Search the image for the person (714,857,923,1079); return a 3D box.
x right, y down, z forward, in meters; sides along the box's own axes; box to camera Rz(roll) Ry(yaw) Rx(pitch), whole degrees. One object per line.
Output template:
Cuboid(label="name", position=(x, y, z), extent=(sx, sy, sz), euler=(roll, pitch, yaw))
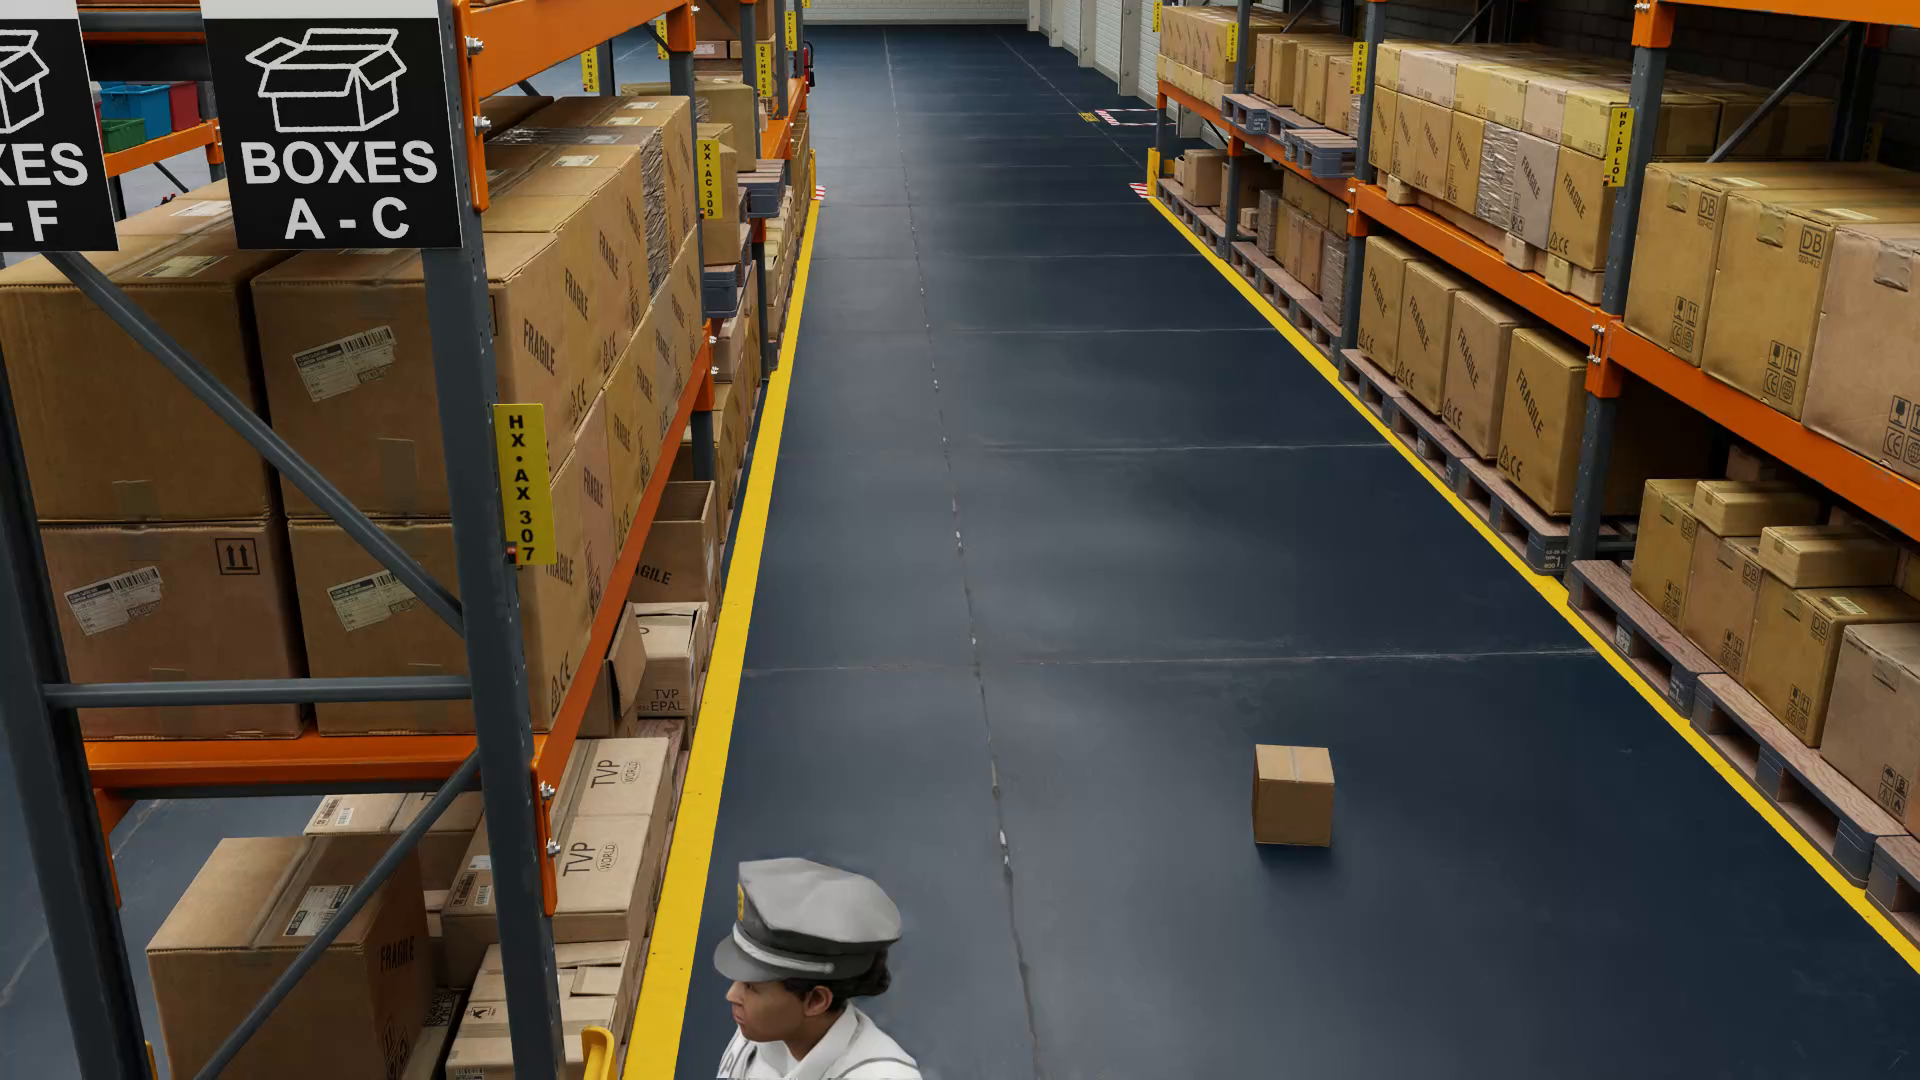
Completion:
Cuboid(label="person", position=(-0.238, 1.266, 2.625), extent=(0.530, 1.647, 0.844), euler=(18, 27, 40))
